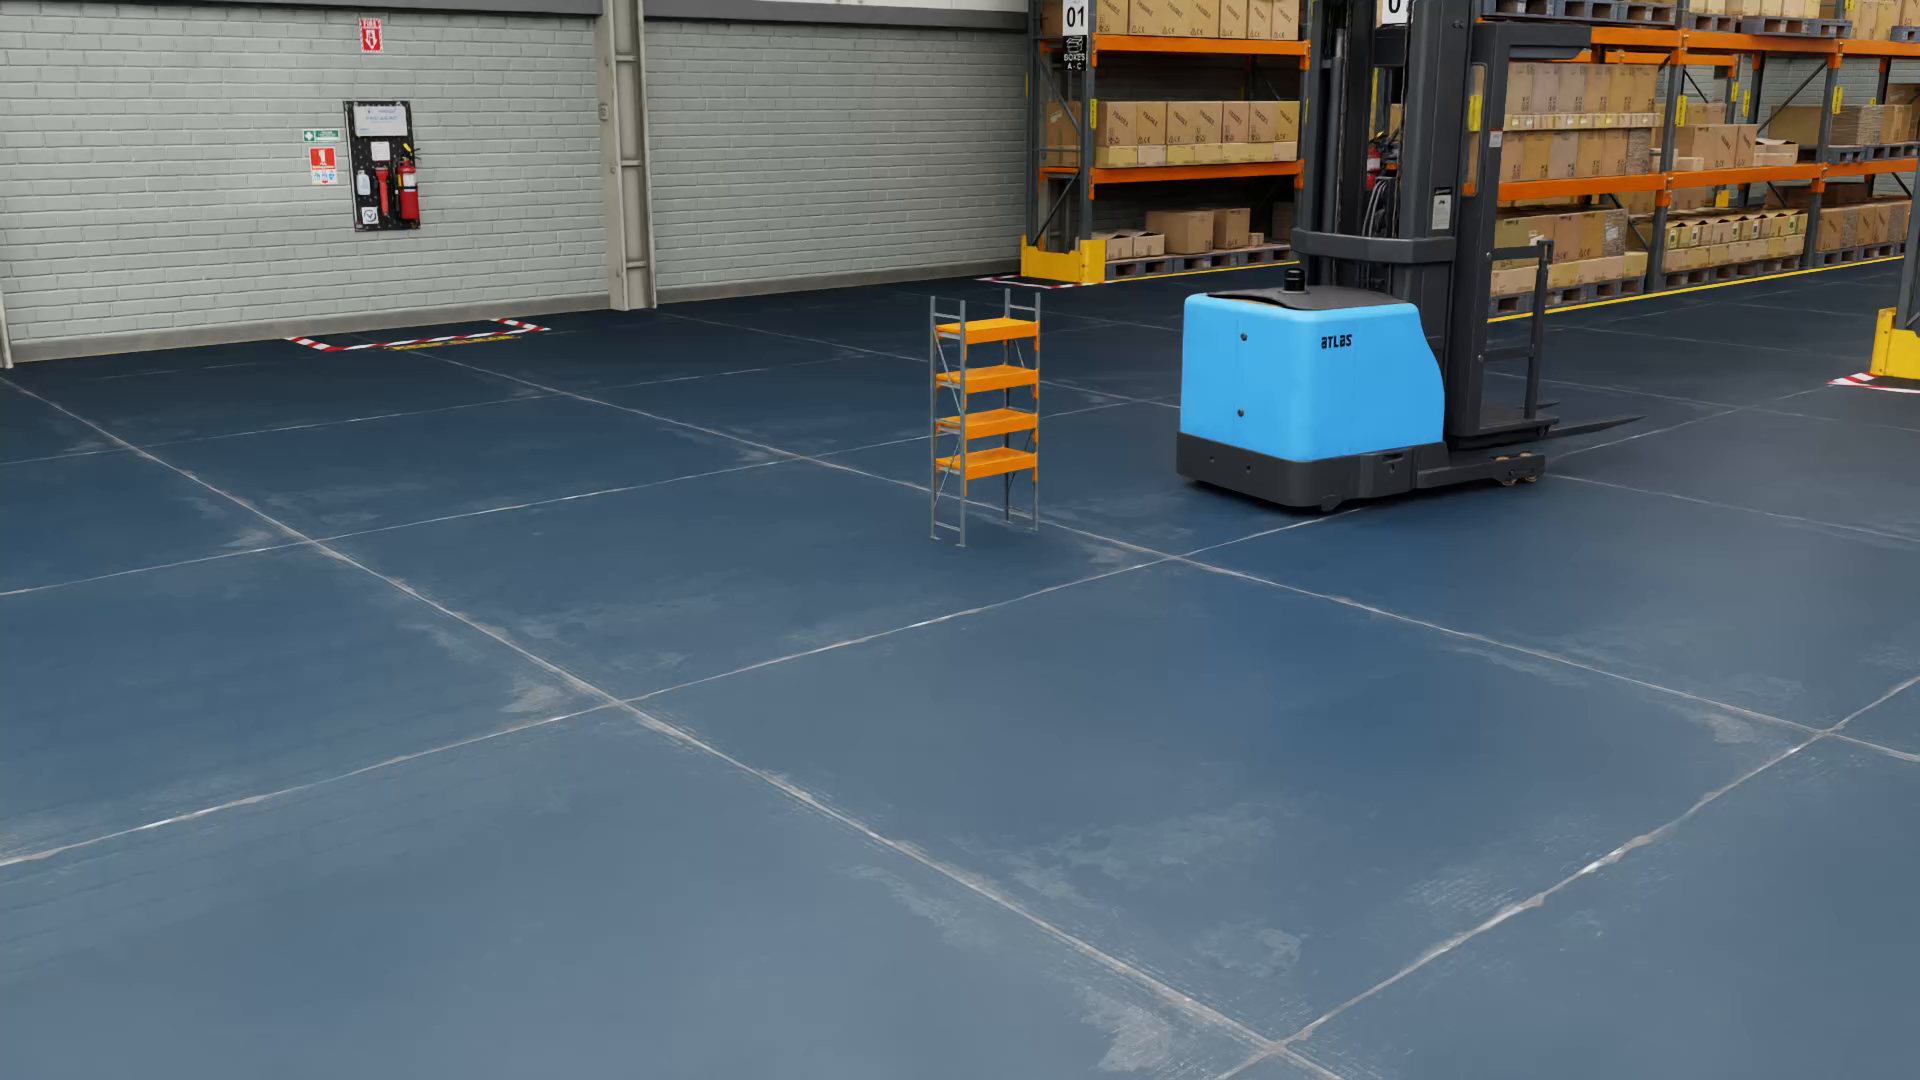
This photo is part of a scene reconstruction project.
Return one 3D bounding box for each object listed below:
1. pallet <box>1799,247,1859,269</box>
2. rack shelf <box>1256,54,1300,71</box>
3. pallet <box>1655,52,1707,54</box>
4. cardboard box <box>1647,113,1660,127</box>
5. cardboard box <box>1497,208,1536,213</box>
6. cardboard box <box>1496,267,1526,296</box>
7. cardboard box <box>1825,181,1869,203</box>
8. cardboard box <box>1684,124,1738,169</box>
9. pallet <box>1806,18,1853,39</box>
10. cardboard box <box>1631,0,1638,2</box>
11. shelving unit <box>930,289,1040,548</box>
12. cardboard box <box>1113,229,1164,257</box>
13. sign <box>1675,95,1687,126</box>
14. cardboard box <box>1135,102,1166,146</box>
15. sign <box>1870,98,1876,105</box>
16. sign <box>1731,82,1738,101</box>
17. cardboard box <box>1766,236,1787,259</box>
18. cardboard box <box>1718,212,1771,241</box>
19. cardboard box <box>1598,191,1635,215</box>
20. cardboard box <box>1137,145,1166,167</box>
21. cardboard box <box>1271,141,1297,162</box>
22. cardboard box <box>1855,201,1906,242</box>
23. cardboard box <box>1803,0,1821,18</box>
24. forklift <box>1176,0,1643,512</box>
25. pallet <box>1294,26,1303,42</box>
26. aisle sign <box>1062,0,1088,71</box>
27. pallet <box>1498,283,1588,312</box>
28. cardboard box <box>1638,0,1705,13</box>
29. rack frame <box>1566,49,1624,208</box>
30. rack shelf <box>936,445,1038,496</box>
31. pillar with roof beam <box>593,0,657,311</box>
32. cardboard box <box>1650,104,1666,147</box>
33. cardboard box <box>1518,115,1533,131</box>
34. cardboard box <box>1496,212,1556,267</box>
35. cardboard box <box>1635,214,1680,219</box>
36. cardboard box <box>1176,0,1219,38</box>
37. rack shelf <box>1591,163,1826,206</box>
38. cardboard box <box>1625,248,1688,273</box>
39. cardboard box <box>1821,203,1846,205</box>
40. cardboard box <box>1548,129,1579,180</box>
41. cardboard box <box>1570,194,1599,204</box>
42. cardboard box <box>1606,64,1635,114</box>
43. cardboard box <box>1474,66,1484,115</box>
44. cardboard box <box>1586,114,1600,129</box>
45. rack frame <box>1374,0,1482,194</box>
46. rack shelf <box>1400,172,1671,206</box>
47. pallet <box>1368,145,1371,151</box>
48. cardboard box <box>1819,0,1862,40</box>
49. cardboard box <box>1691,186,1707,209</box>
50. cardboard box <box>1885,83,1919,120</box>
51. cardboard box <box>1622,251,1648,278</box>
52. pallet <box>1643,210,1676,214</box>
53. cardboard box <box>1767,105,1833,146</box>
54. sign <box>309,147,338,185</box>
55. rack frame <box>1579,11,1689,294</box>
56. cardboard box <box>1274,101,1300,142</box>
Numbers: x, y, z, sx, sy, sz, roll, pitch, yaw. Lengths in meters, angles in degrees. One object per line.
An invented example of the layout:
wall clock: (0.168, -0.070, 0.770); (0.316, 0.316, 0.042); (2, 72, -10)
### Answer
pallet: (11.051, -3.752, 21.886); (1.213, 0.211, 1.003); (-13, 19, -39)
rack shelf: (5.699, -6.706, 23.126); (4.000, 0.370, 1.077); (-13, 19, -39)
pallet: (12.690, -8.577, 28.908); (1.213, 0.211, 1.003); (-13, 19, -39)
cardboard box: (7.381, -4.576, 18.118); (0.250, 0.149, 0.380); (-13, 20, -39)
cardboard box: (5.760, -3.267, 17.729); (0.500, 0.500, 0.500); (-13, 19, -39)
cardboard box: (5.353, -2.632, 16.805); (0.500, 0.250, 0.500); (-13, 19, -39)
cardboard box: (12.201, -4.821, 23.023); (0.500, 0.250, 0.500); (-13, 19, -39)
cardboard box: (8.810, -4.651, 19.657); (0.500, 0.500, 0.500); (-13, 19, -39)
pallet: (10.009, -6.205, 20.222); (1.003, 0.211, 1.213); (-12, 19, -37)
cardboard box: (10.947, -8.677, 26.941); (0.500, 0.500, 0.500); (-13, 20, -40)
shelving unit: (0.125, -0.608, 8.200); (0.503, 1.200, 0.258); (-13, 19, -39)
cardboard box: (2.184, -3.698, 20.640); (0.500, 0.311, 0.500); (-11, 18, -35)
sign: (7.811, -4.651, 18.018); (0.005, 0.325, 0.100); (-13, 19, -39)
cardboard box: (2.110, -4.992, 19.925); (0.500, 0.500, 0.500); (-13, 19, -39)
sign: (13.118, -6.180, 23.896); (0.005, 0.325, 0.100); (-13, 19, -39)
sign: (13.589, -7.865, 29.178); (0.005, 0.325, 0.100); (-13, 19, -39)
cardboard box: (9.839, -3.630, 20.540); (0.500, 0.250, 0.500); (-13, 20, -40)
cardboard box: (9.459, -3.814, 20.144); (0.500, 0.311, 0.500); (-13, 20, -40)
cardboard box: (10.857, -5.723, 27.893); (0.500, 0.500, 0.700); (-12, 19, -39)
cardboard box: (2.132, -4.637, 20.049); (0.500, 0.250, 0.500); (-13, 20, -41)
cardboard box: (4.032, -5.064, 21.647); (0.500, 0.250, 0.500); (-13, 19, -39)
cardboard box: (12.539, -4.356, 22.736); (0.500, 0.500, 0.500); (-12, 19, -39)
cardboard box: (10.157, -6.472, 20.330); (0.500, 0.250, 0.500); (14, 21, 43)
forklift: (2.743, -1.827, 9.411); (3.031, 2.935, 1.130); (-9, 17, -31)
pallet: (4.726, -6.708, 22.102); (1.003, 0.211, 1.213); (-13, 19, -39)
aisle sign: (1.316, -5.774, 19.015); (0.004, 0.787, 0.394); (-13, 19, -39)
pallet: (5.897, -2.621, 17.652); (1.213, 0.211, 1.003); (-13, 19, -39)
cardboard box: (7.916, -5.984, 18.505); (0.500, 0.250, 0.500); (-10, 18, -34)
rack frame: (10.225, -6.621, 27.225); (0.127, 3.000, 1.000); (-13, 19, -39)
rack shelf: (0.125, -0.351, 8.269); (0.480, 0.148, 0.258); (-13, 19, -39)
pillar with roof beam: (-0.567, -5.919, 12.972); (0.400, 9.000, 9.100); (-13, 19, -39)
cardboard box: (11.200, -6.977, 27.977); (0.700, 0.700, 0.980); (-13, 20, -41)
cardboard box: (5.443, -4.140, 16.487); (0.250, 0.149, 0.380); (-13, 20, -40)
cardboard box: (5.723, -3.081, 17.033); (0.500, 0.500, 0.500); (-13, 19, -39)
cardboard box: (8.329, -3.745, 19.887); (0.500, 0.311, 0.500); (-13, 20, -40)
cardboard box: (2.797, -6.371, 20.244); (0.500, 0.500, 0.500); (-11, 19, -36)
rack shelf: (8.954, -4.293, 19.905); (4.000, 0.370, 1.077); (-13, 19, -39)
cardboard box: (7.912, -3.197, 18.919); (0.500, 0.250, 0.500); (-13, 20, -41)
cardboard box: (11.796, -4.366, 22.776); (0.500, 0.500, 0.500); (-14, 20, -41)
cardboard box: (5.954, -4.012, 17.264); (0.500, 0.500, 0.700); (-12, 19, -38)
cardboard box: (9.820, -5.650, 26.941); (0.750, 0.750, 0.750); (-12, 19, -39)
cardboard box: (6.734, -4.815, 17.756); (0.500, 0.500, 0.700); (-13, 20, -39)
cardboard box: (4.828, -4.385, 16.147); (0.500, 0.500, 0.700); (-13, 19, -39)
cardboard box: (6.422, -4.361, 17.314); (0.250, 0.149, 0.380); (-12, 19, -38)
rack frame: (4.428, -3.624, 16.007); (0.127, 3.000, 1.000); (-13, 19, -39)
rack shelf: (5.936, -3.616, 17.368); (4.000, 0.370, 1.077); (-13, 19, -39)
pallet: (4.862, -5.274, 22.555); (1.213, 0.211, 1.003); (-13, 19, -39)
cardboard box: (10.770, -6.558, 20.981); (0.500, 0.500, 0.910); (-13, 19, -39)
cardboard box: (12.781, -6.156, 29.513); (0.500, 0.500, 0.700); (-13, 19, -39)
cardboard box: (13.692, -6.325, 23.984); (0.500, 0.500, 0.500); (-13, 19, -39)
cardboard box: (7.239, -3.055, 18.391); (0.500, 0.250, 0.500); (-13, 19, -39)
pallet: (11.771, -5.595, 28.788); (1.213, 0.211, 1.003); (-13, 19, -39)
cardboard box: (10.864, -5.360, 21.495); (0.700, 0.500, 0.500); (8, 17, 28)
sign: (-5.767, -3.391, 15.064); (0.234, 0.329, 0.001); (-13, 19, -39)
rack frame: (7.445, -4.302, 18.543); (0.127, 3.000, 1.000); (-13, 19, -39)
cardboard box: (4.037, -5.425, 21.546); (0.500, 0.500, 0.500); (-13, 20, -39)
